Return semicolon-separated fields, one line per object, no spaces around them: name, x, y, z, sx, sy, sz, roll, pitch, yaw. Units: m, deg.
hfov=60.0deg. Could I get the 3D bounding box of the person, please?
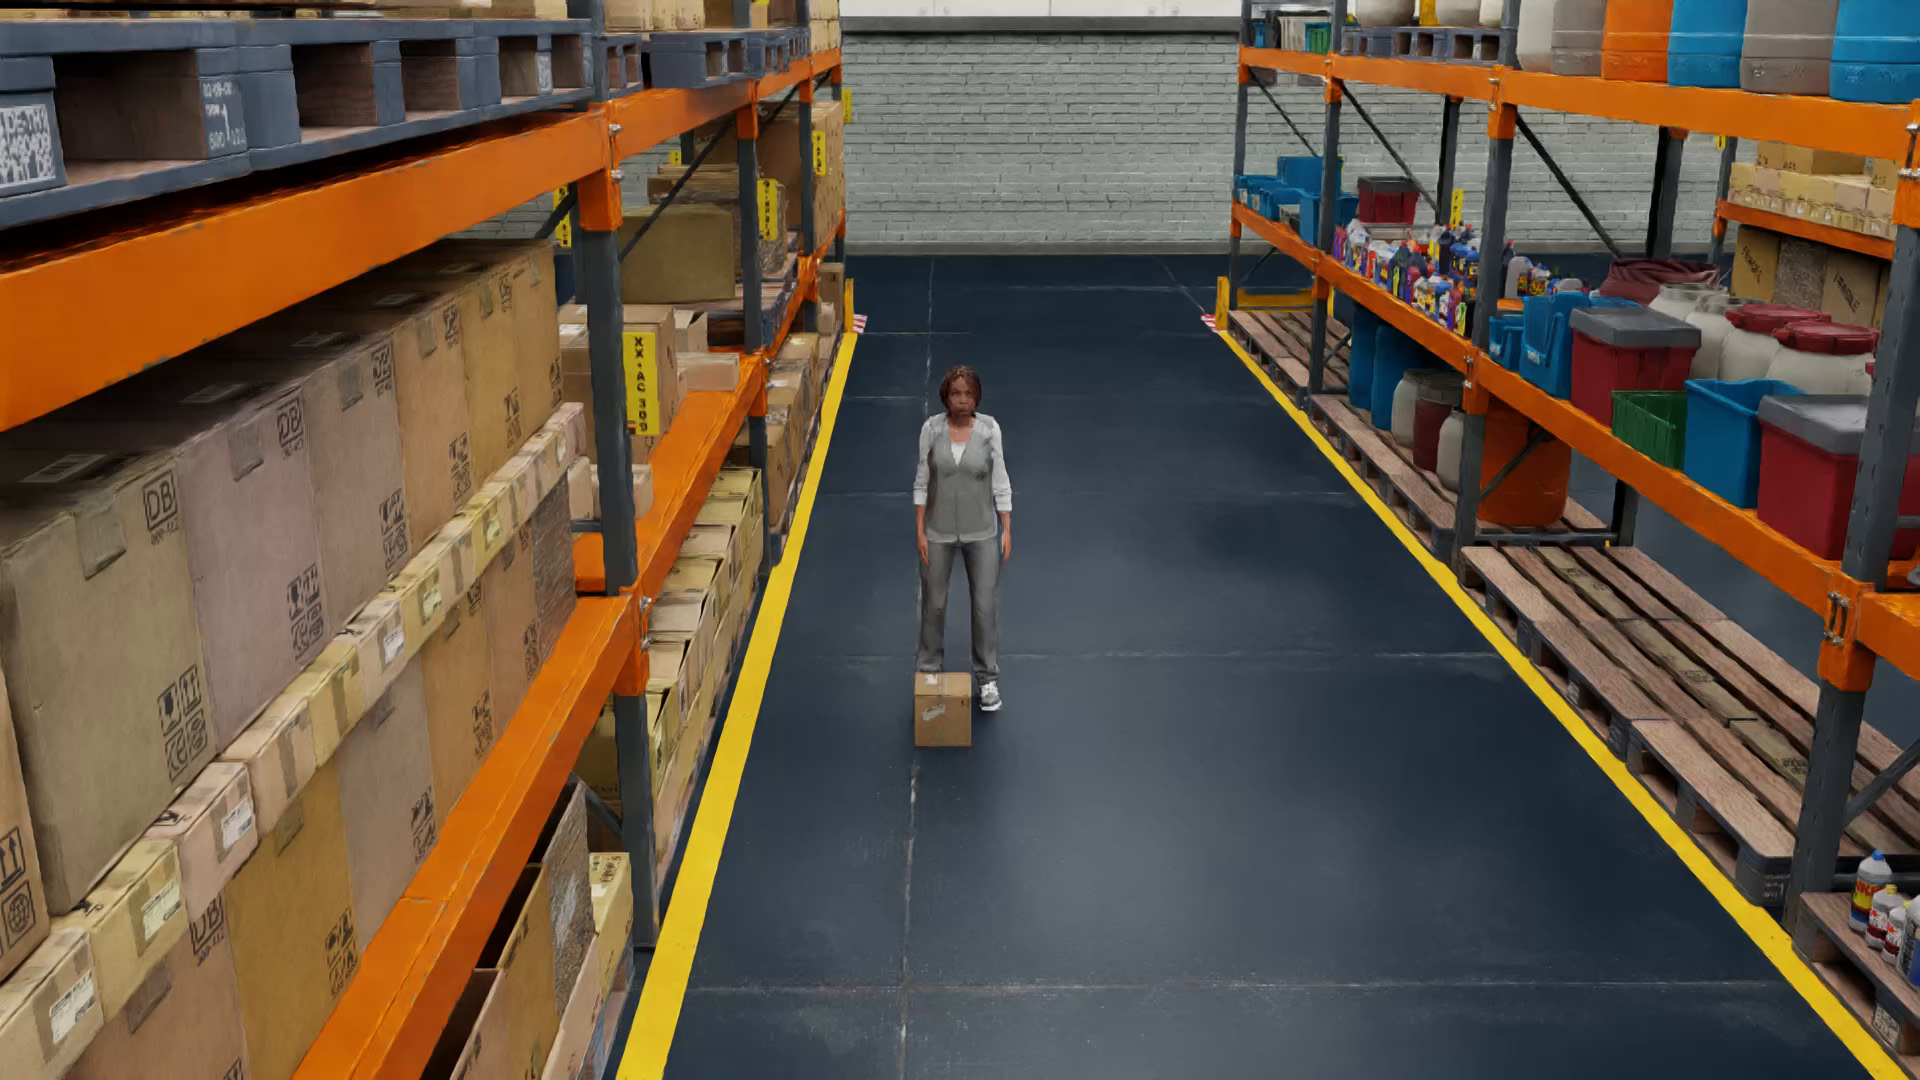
person;0.012;0.000;7.613;0.445;1.629;0.359;0;17;1
